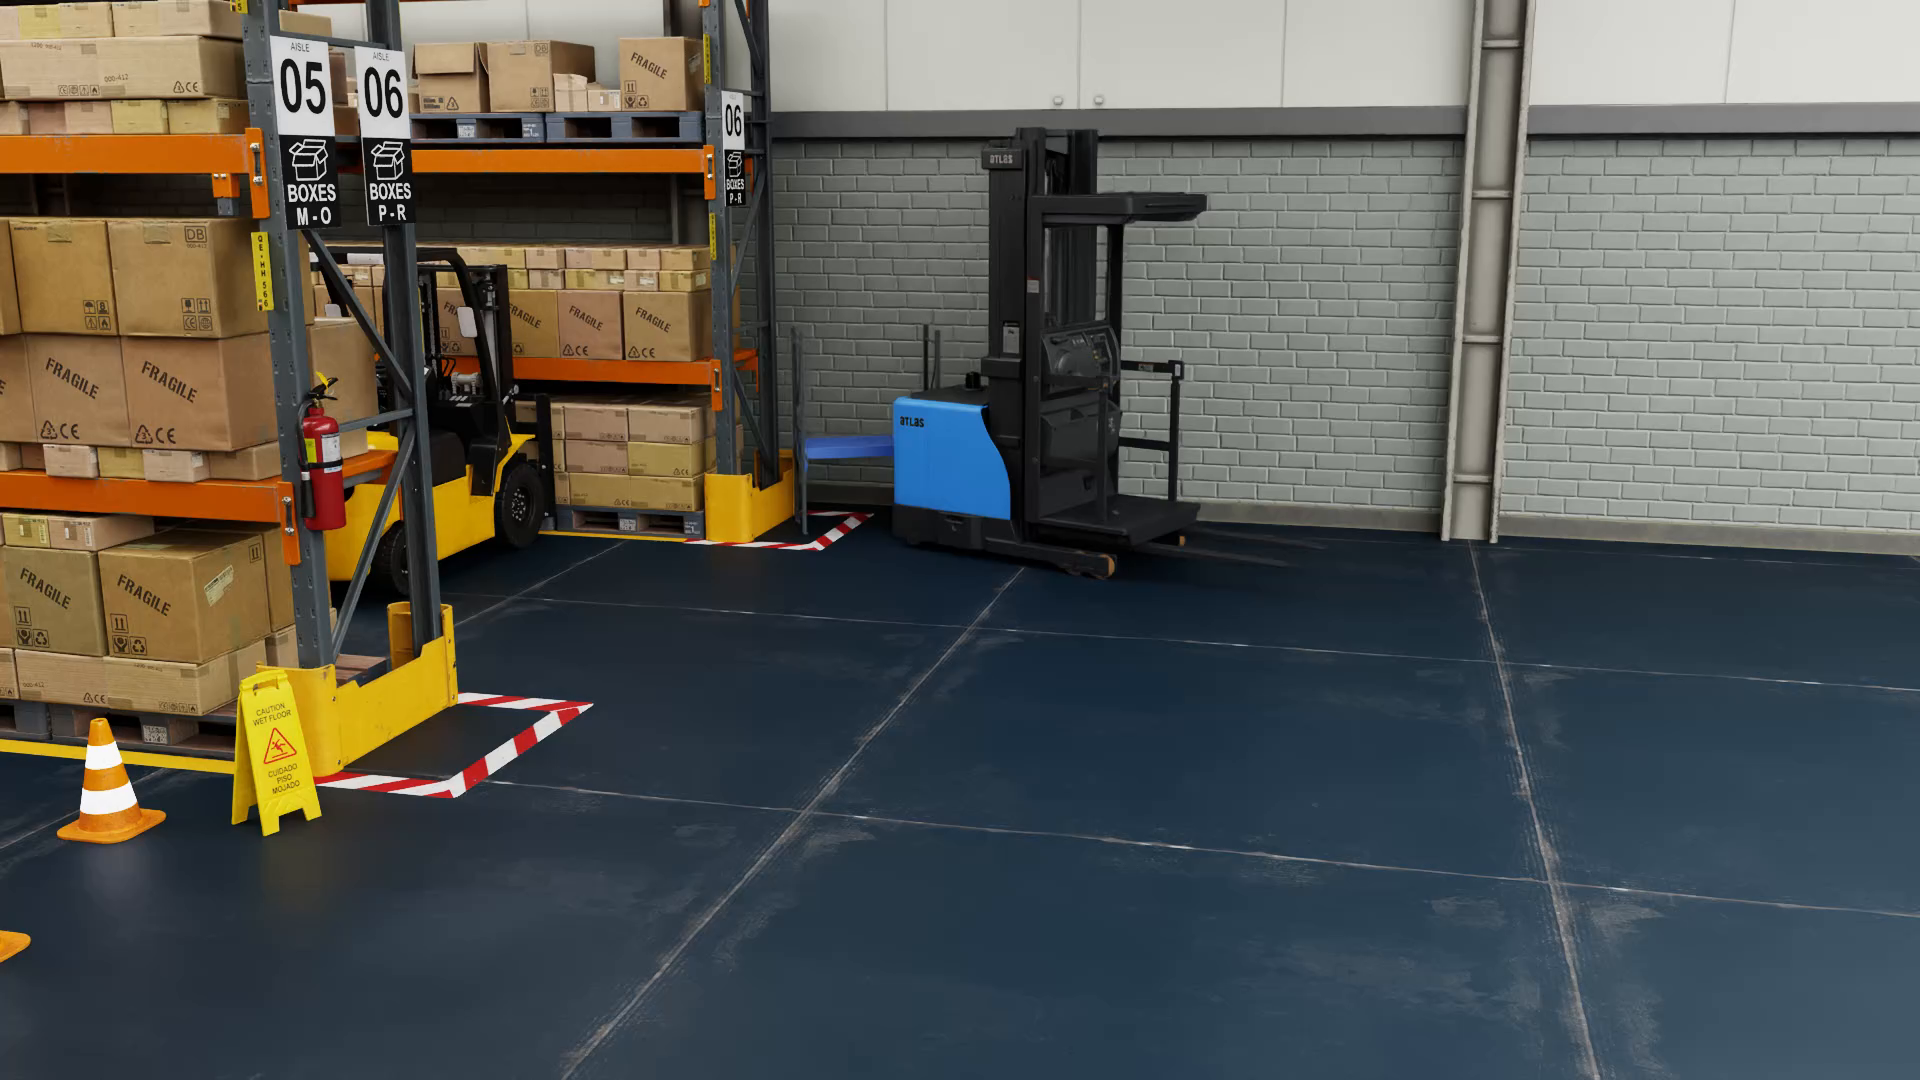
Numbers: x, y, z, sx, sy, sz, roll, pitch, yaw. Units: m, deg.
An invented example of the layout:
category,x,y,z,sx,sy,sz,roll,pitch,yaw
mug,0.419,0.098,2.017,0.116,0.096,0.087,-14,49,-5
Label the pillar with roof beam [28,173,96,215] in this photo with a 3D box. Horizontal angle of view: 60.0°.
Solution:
category,x,y,z,sx,sy,sz,roll,pitch,yaw
pillar with roof beam,-8.915,-4.132,10.081,0.400,9.000,9.100,3,13,14

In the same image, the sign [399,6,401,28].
category,x,y,z,sx,sy,sz,roll,pitch,yaw
sign,-2.654,-2.532,7.779,0.005,0.325,0.100,3,13,14

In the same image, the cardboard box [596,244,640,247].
category,x,y,z,sx,sy,sz,roll,pitch,yaw
cardboard box,-2.616,-2.192,12.772,0.250,0.149,0.380,3,13,14

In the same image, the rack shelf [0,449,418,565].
category,x,y,z,sx,sy,sz,roll,pitch,yaw
rack shelf,-4.726,-0.280,8.230,4.000,0.370,1.077,3,13,14

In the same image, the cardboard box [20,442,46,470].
category,x,y,z,sx,sy,sz,roll,pitch,yaw
cardboard box,-4.187,-0.436,7.856,0.250,0.149,0.380,3,13,14

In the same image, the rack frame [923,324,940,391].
category,x,y,z,sx,sy,sz,roll,pitch,yaw
rack frame,-0.216,-0.872,12.701,0.032,1.500,0.500,-3,13,-12

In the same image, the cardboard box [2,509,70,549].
category,x,y,z,sx,sy,sz,roll,pitch,yaw
cardboard box,-4.240,-0.078,7.810,0.250,0.149,0.380,3,13,14

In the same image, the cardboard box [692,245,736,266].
category,x,y,z,sx,sy,sz,roll,pitch,yaw
cardboard box,-1.874,-2.144,12.558,0.250,0.149,0.380,3,13,12

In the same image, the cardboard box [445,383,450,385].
category,x,y,z,sx,sy,sz,roll,pitch,yaw
cardboard box,-4.463,-1.122,13.434,0.500,0.250,0.500,3,13,13

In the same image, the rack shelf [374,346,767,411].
category,x,y,z,sx,sy,sz,roll,pitch,yaw
rack shelf,-3.540,-1.324,12.936,4.000,0.370,1.077,3,13,14

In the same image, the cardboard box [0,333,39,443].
category,x,y,z,sx,sy,sz,roll,pitch,yaw
cardboard box,-4.347,-0.745,7.749,0.500,0.500,0.500,3,13,13

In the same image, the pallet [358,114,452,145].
category,x,y,z,sx,sy,sz,roll,pitch,yaw
pallet,-4.648,-3.161,12.836,1.213,0.211,1.003,3,13,14

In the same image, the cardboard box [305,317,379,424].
category,x,y,z,sx,sy,sz,roll,pitch,yaw
cardboard box,-3.178,-0.804,8.015,0.500,0.500,0.500,3,13,13

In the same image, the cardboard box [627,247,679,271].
category,x,y,z,sx,sy,sz,roll,pitch,yaw
cardboard box,-2.244,-2.062,12.189,0.250,0.149,0.380,3,13,14

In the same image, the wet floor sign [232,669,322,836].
category,x,y,z,sx,sy,sz,roll,pitch,yaw
wet floor sign,-2.856,0.857,6.881,0.232,0.644,0.267,8,15,33

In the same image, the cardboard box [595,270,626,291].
category,x,y,z,sx,sy,sz,roll,pitch,yaw
cardboard box,-2.495,-1.929,12.275,0.250,0.149,0.380,3,13,15

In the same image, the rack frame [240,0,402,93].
category,x,y,z,sx,sy,sz,roll,pitch,yaw
rack frame,-2.784,-3.456,7.035,0.127,3.000,1.000,3,13,14

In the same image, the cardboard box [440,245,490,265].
category,x,y,z,sx,sy,sz,roll,pitch,yaw
cardboard box,-3.728,-2.151,12.589,0.250,0.149,0.380,3,13,14

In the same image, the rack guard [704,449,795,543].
category,x,y,z,sx,sy,sz,roll,pitch,yaw
rack guard,-1.575,-0.350,12.655,0.348,0.500,1.175,3,13,14

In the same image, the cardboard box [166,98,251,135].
category,x,y,z,sx,sy,sz,roll,pitch,yaw
cardboard box,-3.198,-1.829,7.205,0.250,0.149,0.380,3,13,14

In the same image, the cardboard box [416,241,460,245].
category,x,y,z,sx,sy,sz,roll,pitch,yaw
cardboard box,-4.101,-2.286,13.198,0.250,0.149,0.380,3,13,13

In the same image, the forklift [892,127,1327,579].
category,x,y,z,sx,sy,sz,roll,pitch,yaw
forklift,1.004,-1.299,11.323,3.031,2.935,1.130,9,15,34

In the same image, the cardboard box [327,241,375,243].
category,x,y,z,sx,sy,sz,roll,pitch,yaw
cardboard box,-4.866,-2.315,13.326,0.250,0.149,0.380,3,13,12

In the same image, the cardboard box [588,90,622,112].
category,x,y,z,sx,sy,sz,roll,pitch,yaw
cardboard box,-2.476,-3.146,11.942,0.250,0.149,0.380,3,13,12

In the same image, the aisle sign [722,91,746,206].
category,x,y,z,sx,sy,sz,roll,pitch,yaw
aisle sign,-1.605,-2.775,11.815,0.004,0.787,0.394,3,13,14

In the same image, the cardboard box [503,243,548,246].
category,x,y,z,sx,sy,sz,roll,pitch,yaw
cardboard box,-3.368,-2.231,12.947,0.250,0.149,0.380,3,13,14

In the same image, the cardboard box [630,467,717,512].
category,x,y,z,sx,sy,sz,roll,pitch,yaw
cardboard box,-2.131,-0.392,12.453,0.500,0.250,0.500,3,13,14

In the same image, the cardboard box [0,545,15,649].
category,x,y,z,sx,sy,sz,roll,pitch,yaw
cardboard box,-4.620,0.203,8.040,0.500,0.500,0.500,3,13,12

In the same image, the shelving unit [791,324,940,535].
category,x,y,z,sx,sy,sz,roll,pitch,yaw
shelving unit,-0.713,-0.848,12.595,1.048,1.500,0.538,-3,13,-12

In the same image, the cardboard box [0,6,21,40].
category,x,y,z,sx,sy,sz,roll,pitch,yaw
cardboard box,-4.146,-2.283,7.411,0.250,0.149,0.380,3,13,14

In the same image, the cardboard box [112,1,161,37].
category,x,y,z,sx,sy,sz,roll,pitch,yaw
cardboard box,-3.425,-2.235,7.197,0.250,0.149,0.380,3,13,15

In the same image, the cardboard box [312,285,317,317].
category,x,y,z,sx,sy,sz,roll,pitch,yaw
cardboard box,-5.114,-1.750,12.964,0.500,0.500,0.500,3,13,12

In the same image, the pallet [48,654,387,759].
category,x,y,z,sx,sy,sz,roll,pitch,yaw
pallet,-3.638,0.781,8.228,1.213,0.211,1.003,3,13,14

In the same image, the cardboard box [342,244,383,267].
category,x,y,z,sx,sy,sz,roll,pitch,yaw
cardboard box,-4.493,-2.170,12.673,0.250,0.149,0.380,3,13,15

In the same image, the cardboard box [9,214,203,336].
category,x,y,z,sx,sy,sz,roll,pitch,yaw
cardboard box,-3.822,-1.218,7.571,0.500,0.500,0.700,3,13,14

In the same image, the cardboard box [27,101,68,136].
category,x,y,z,sx,sy,sz,roll,pitch,yaw
cardboard box,-3.927,-1.883,7.449,0.250,0.149,0.380,3,13,14

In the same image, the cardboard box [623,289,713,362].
category,x,y,z,sx,sy,sz,roll,pitch,yaw
cardboard box,-2.139,-1.590,12.246,0.500,0.500,0.500,3,13,12

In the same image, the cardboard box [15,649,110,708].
category,x,y,z,sx,sy,sz,roll,pitch,yaw
cardboard box,-4.135,0.596,8.000,0.500,0.250,0.500,3,13,14

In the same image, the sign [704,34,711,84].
category,x,y,z,sx,sy,sz,roll,pitch,yaw
sign,-1.742,-3.316,11.467,0.005,0.325,0.100,3,13,14

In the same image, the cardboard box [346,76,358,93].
category,x,y,z,sx,sy,sz,roll,pitch,yaw
cardboard box,-4.733,-3.359,12.529,0.500,0.311,0.500,3,13,15

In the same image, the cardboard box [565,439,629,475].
category,x,y,z,sx,sy,sz,roll,pitch,yaw
cardboard box,-2.630,-0.666,12.534,0.500,0.250,0.500,3,13,13

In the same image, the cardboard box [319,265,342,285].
category,x,y,z,sx,sy,sz,roll,pitch,yaw
cardboard box,-4.724,-2.052,12.827,0.250,0.149,0.380,3,13,13

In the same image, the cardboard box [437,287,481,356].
category,x,y,z,sx,sy,sz,roll,pitch,yaw
cardboard box,-3.629,-1.670,12.603,0.500,0.500,0.500,3,13,14

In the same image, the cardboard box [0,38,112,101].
category,x,y,z,sx,sy,sz,roll,pitch,yaw
cardboard box,-3.831,-2.063,7.340,0.500,0.250,0.500,3,13,13

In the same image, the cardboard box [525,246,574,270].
category,x,y,z,sx,sy,sz,roll,pitch,yaw
cardboard box,-3.008,-2.089,12.309,0.250,0.149,0.380,3,13,15

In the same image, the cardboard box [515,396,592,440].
category,x,y,z,sx,sy,sz,roll,pitch,yaw
cardboard box,-3.110,-0.930,12.569,0.500,0.250,0.500,3,13,14

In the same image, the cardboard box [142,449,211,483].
category,x,y,z,sx,sy,sz,roll,pitch,yaw
cardboard box,-3.471,-0.369,7.551,0.250,0.149,0.380,3,13,13

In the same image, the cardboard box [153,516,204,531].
category,x,y,z,sx,sy,sz,roll,pitch,yaw
cardboard box,-4.033,0.117,8.430,0.500,0.500,0.500,3,13,11

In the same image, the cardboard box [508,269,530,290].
category,x,y,z,sx,sy,sz,roll,pitch,yaw
cardboard box,-3.254,-1.957,12.402,0.250,0.149,0.380,3,13,14

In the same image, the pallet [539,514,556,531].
category,x,y,z,sx,sy,sz,roll,pitch,yaw
pallet,-3.532,-0.305,13.119,1.213,0.211,1.003,3,13,14

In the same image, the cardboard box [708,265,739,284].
category,x,y,z,sx,sy,sz,roll,pitch,yaw
cardboard box,-1.866,-2.009,12.634,0.250,0.149,0.380,3,13,12

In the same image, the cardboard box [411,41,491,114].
category,x,y,z,sx,sy,sz,roll,pitch,yaw
cardboard box,-3.616,-3.424,12.378,0.637,0.503,0.797,3,13,15

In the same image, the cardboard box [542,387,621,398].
category,x,y,z,sx,sy,sz,roll,pitch,yaw
cardboard box,-2.989,-1.040,13.067,0.500,0.250,0.500,3,13,13

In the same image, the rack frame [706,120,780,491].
category,x,y,z,sx,sy,sz,roll,pitch,yaw
rack frame,-1.599,-1.571,12.390,0.127,3.000,1.000,3,13,14
